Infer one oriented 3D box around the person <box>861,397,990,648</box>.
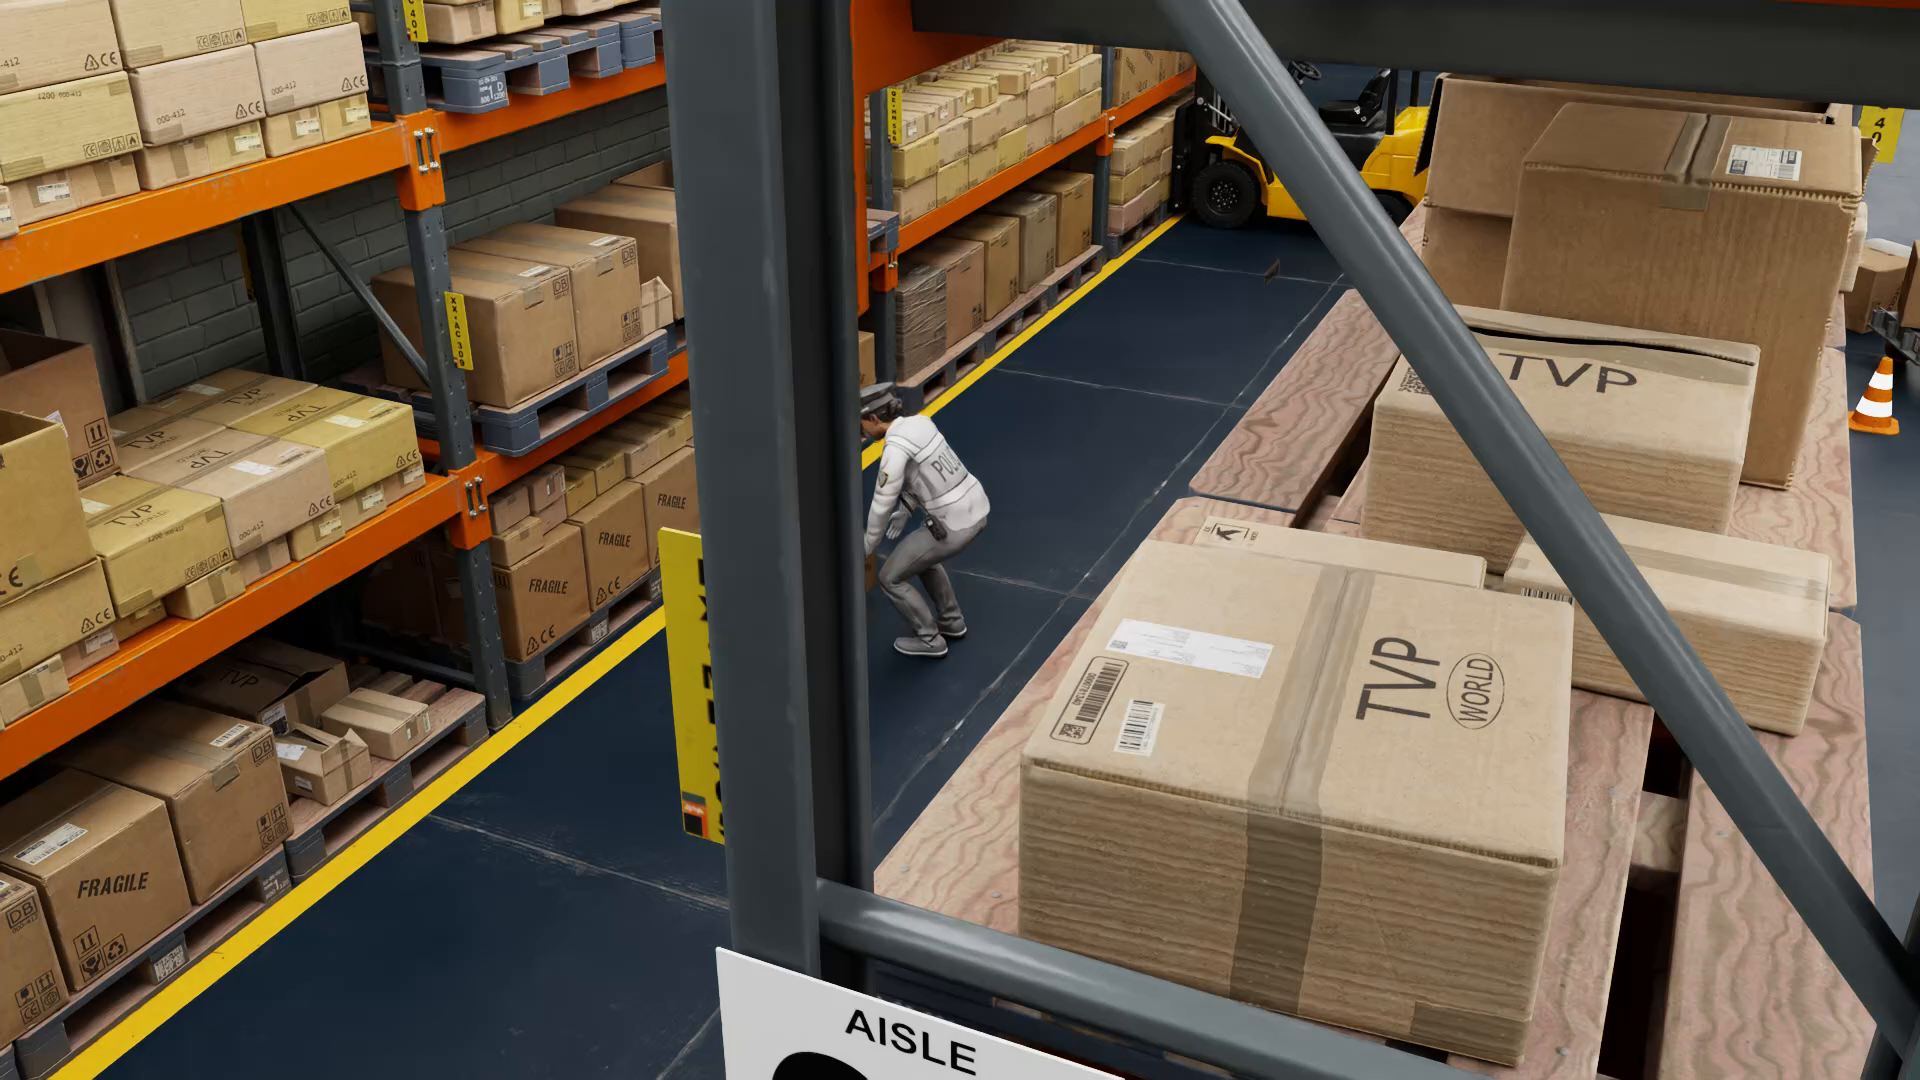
[{"bbox_3d":[3.768,-0.929,8.879,6.986,2.202,5.623,12,29,22],"label":"person"}]
